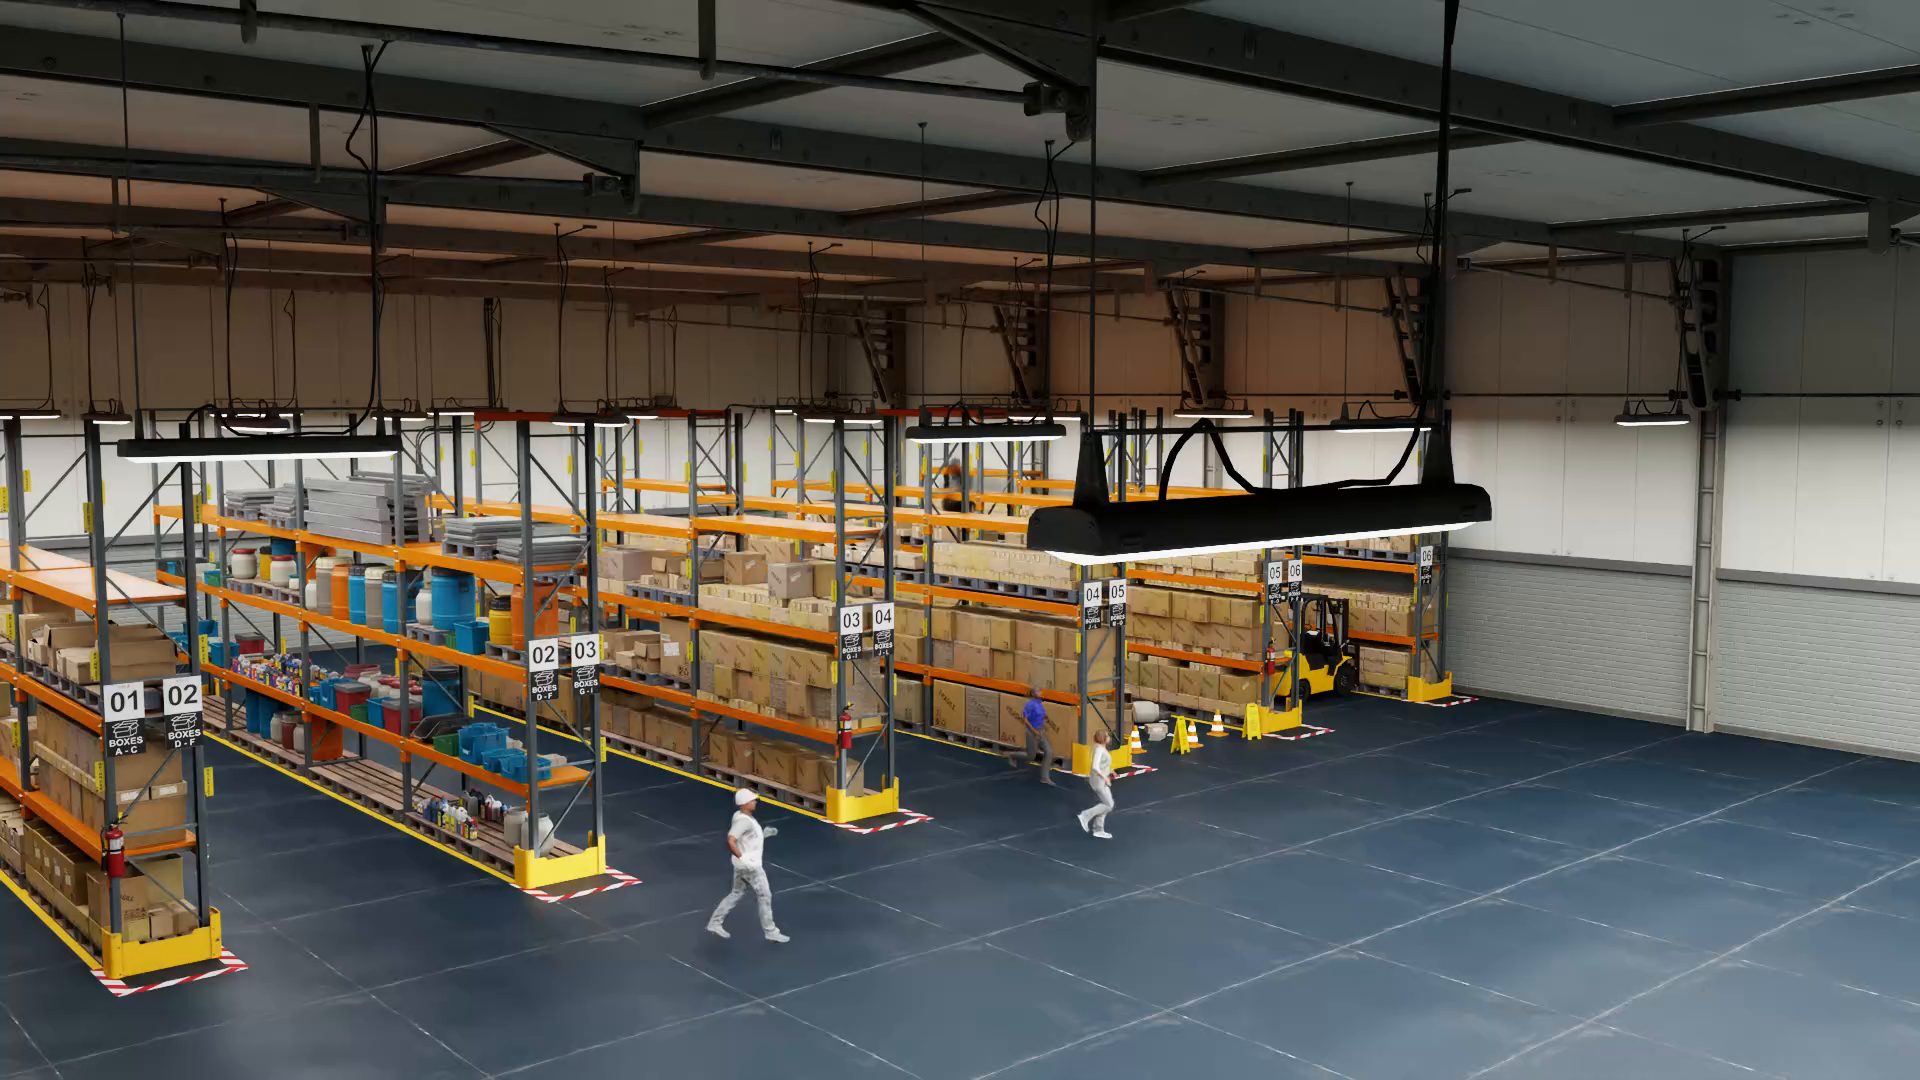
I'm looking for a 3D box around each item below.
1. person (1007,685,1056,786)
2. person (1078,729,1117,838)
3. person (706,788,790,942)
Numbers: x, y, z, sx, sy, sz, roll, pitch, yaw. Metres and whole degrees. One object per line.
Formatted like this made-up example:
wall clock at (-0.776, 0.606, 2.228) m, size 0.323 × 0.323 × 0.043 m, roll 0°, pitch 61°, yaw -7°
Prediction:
person at (1.198, 3.171, 27.116) m, size 0.856 × 1.632 × 0.568 m, roll 4°, pitch 6°, yaw 36°
person at (1.971, 3.477, 23.762) m, size 0.583 × 1.571 × 0.531 m, roll 0°, pitch 5°, yaw -1°
person at (-2.439, 3.738, 19.076) m, size 0.947 × 1.799 × 0.674 m, roll -2°, pitch 5°, yaw -19°
